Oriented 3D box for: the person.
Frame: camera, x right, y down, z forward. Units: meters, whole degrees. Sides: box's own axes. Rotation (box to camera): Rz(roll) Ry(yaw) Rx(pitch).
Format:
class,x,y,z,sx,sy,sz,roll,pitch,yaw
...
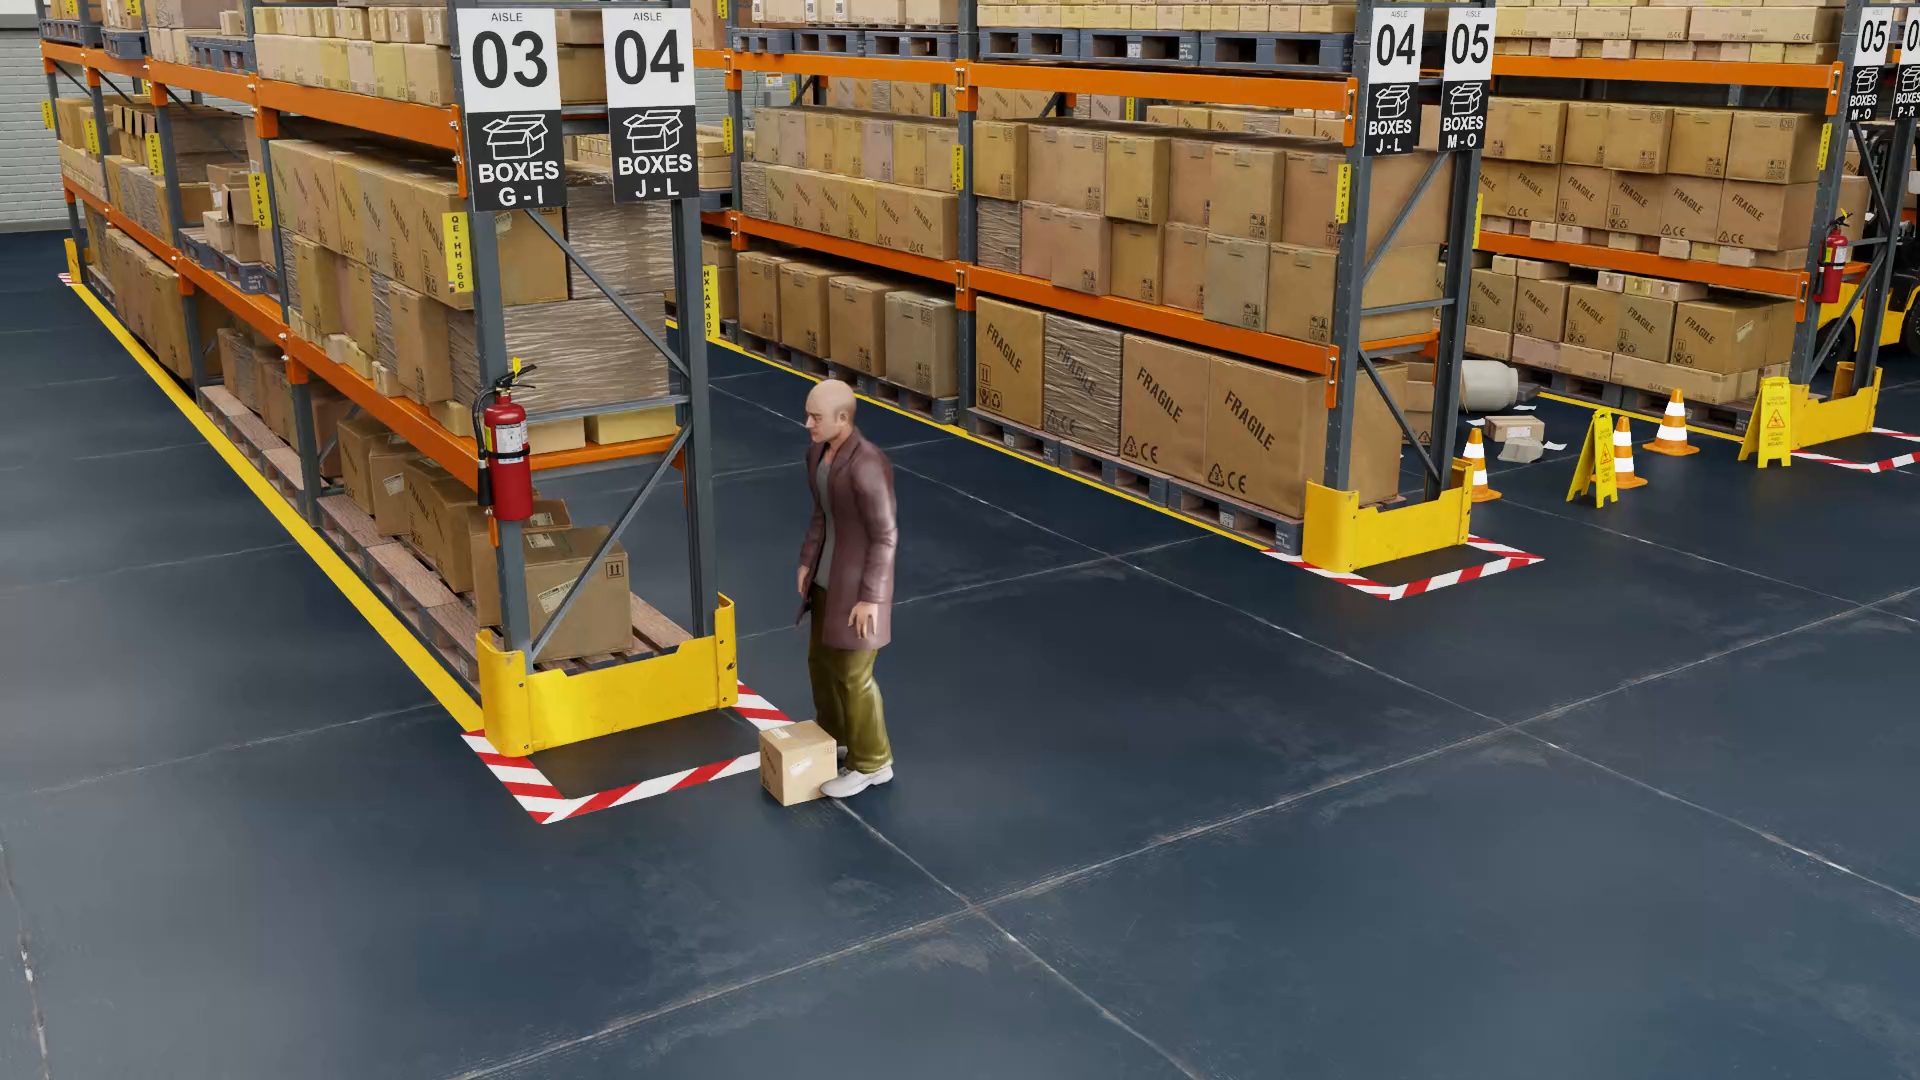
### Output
class,x,y,z,sx,sy,sz,roll,pitch,yaw
person,-0.483,0.188,6.992,0.416,1.774,0.656,-10,20,-29
